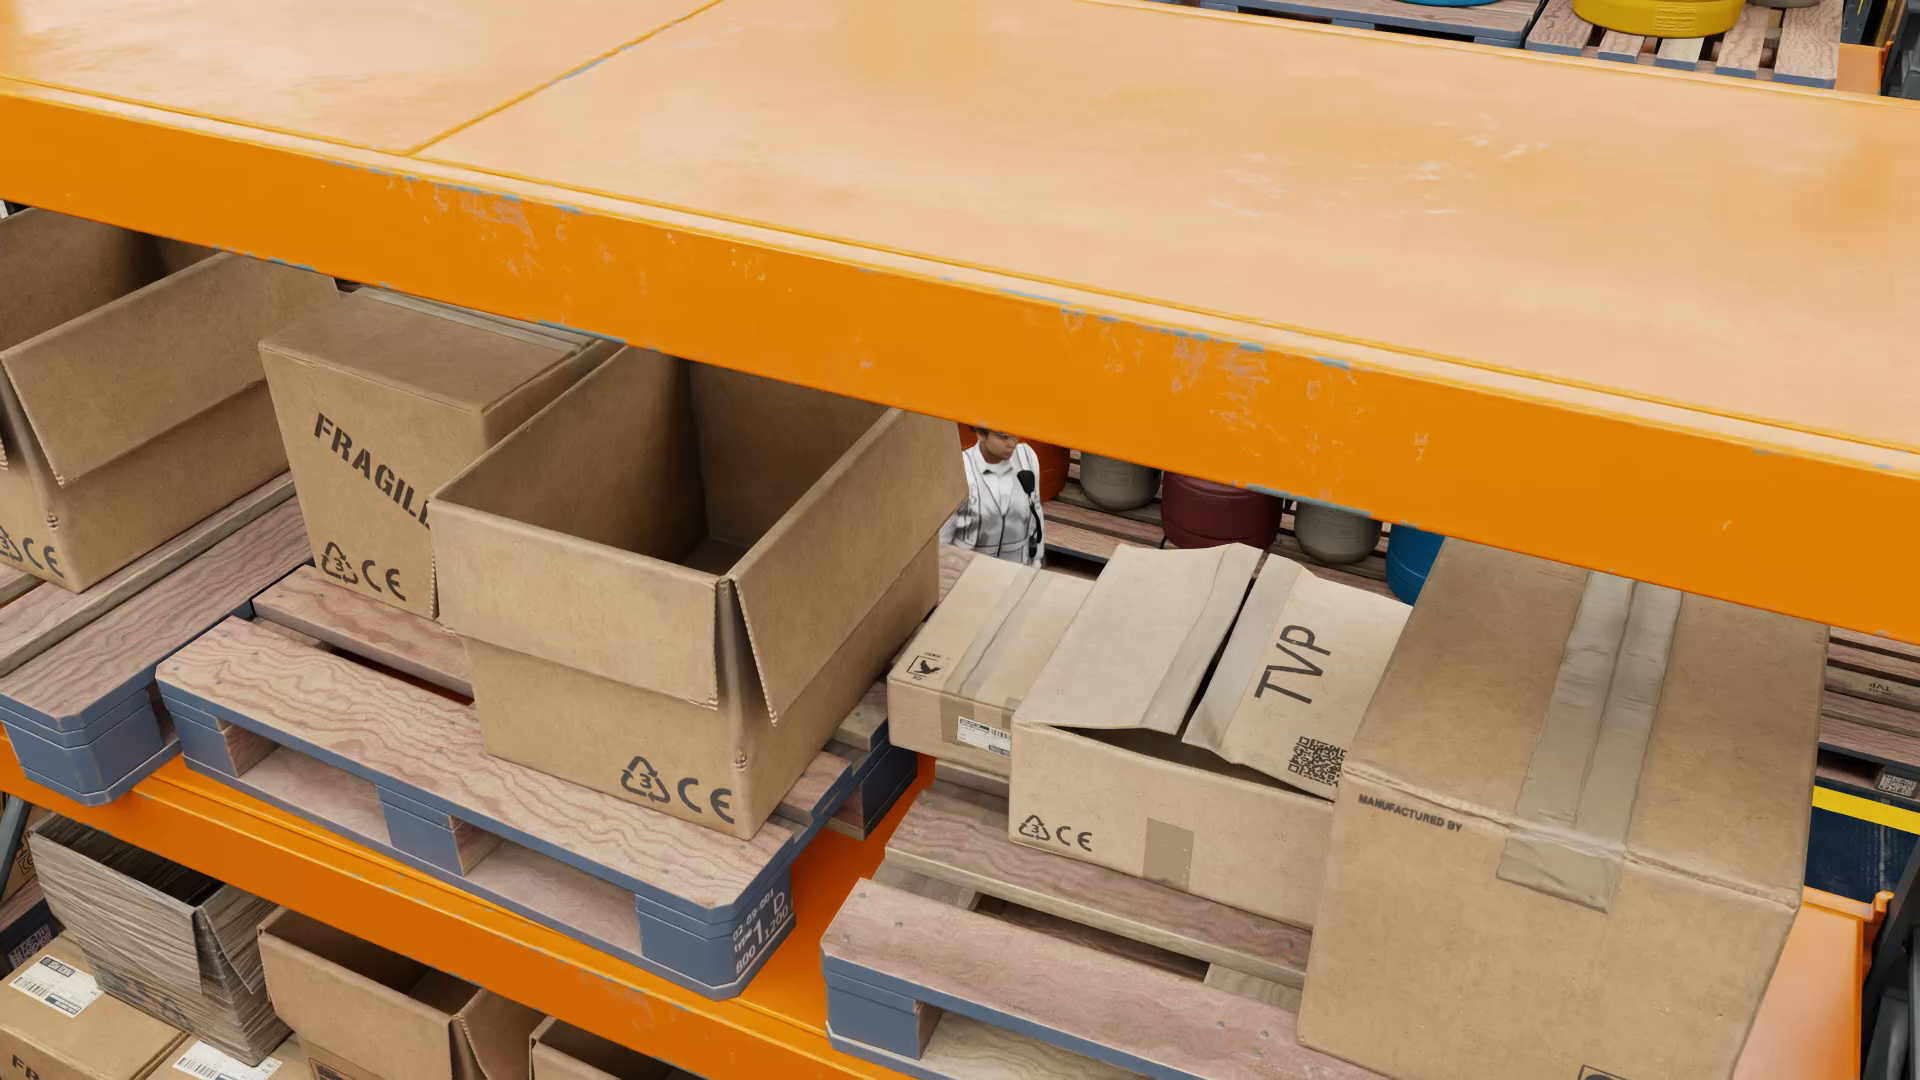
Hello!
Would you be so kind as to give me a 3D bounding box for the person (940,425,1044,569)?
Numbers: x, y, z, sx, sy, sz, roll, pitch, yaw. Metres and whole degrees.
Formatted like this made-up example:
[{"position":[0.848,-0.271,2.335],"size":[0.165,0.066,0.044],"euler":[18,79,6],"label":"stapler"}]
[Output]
[{"position":[0.142,0.146,6.894],"size":[0.524,1.681,0.521],"euler":[-9,35,-12],"label":"person"}]
